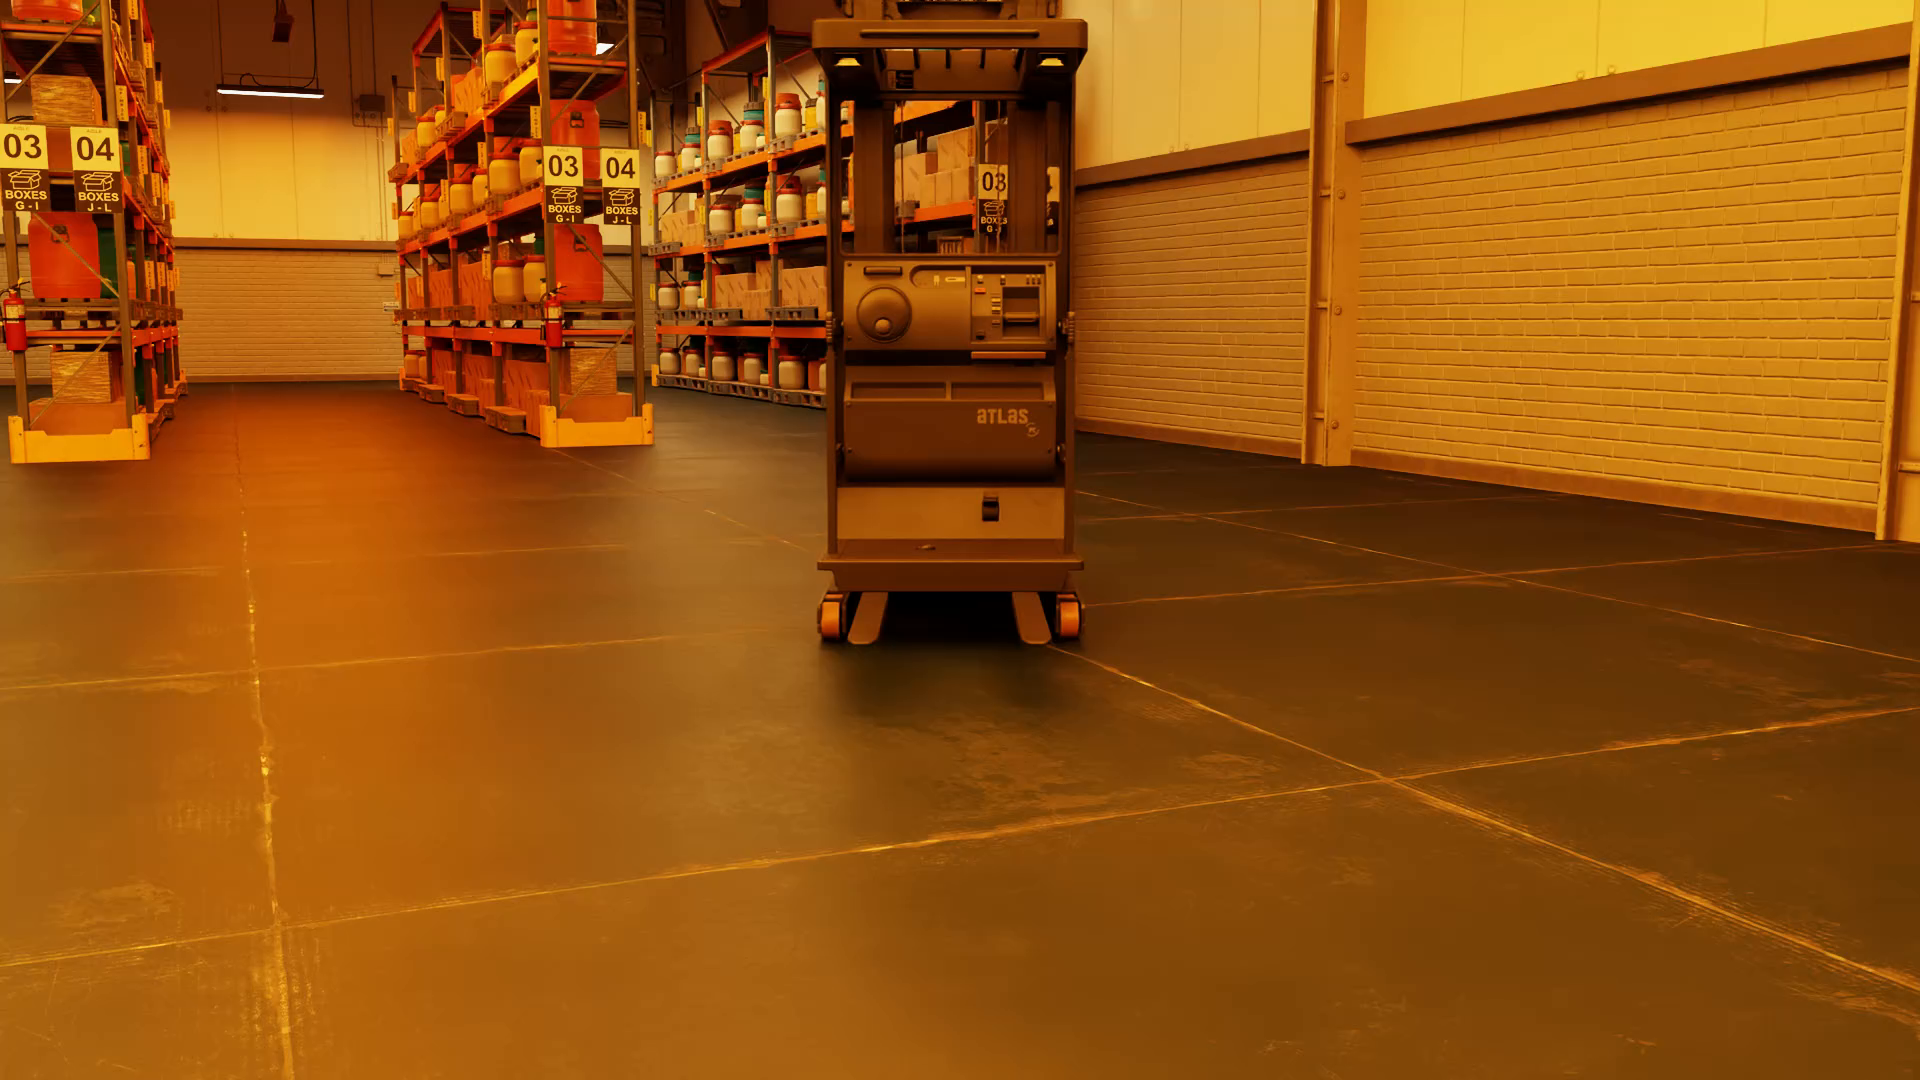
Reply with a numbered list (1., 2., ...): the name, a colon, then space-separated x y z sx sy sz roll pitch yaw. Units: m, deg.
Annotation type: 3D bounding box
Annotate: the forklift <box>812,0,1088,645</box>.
1. forklift: -0.041 -1.073 7.080 1.130 2.935 3.031 0 8 0
